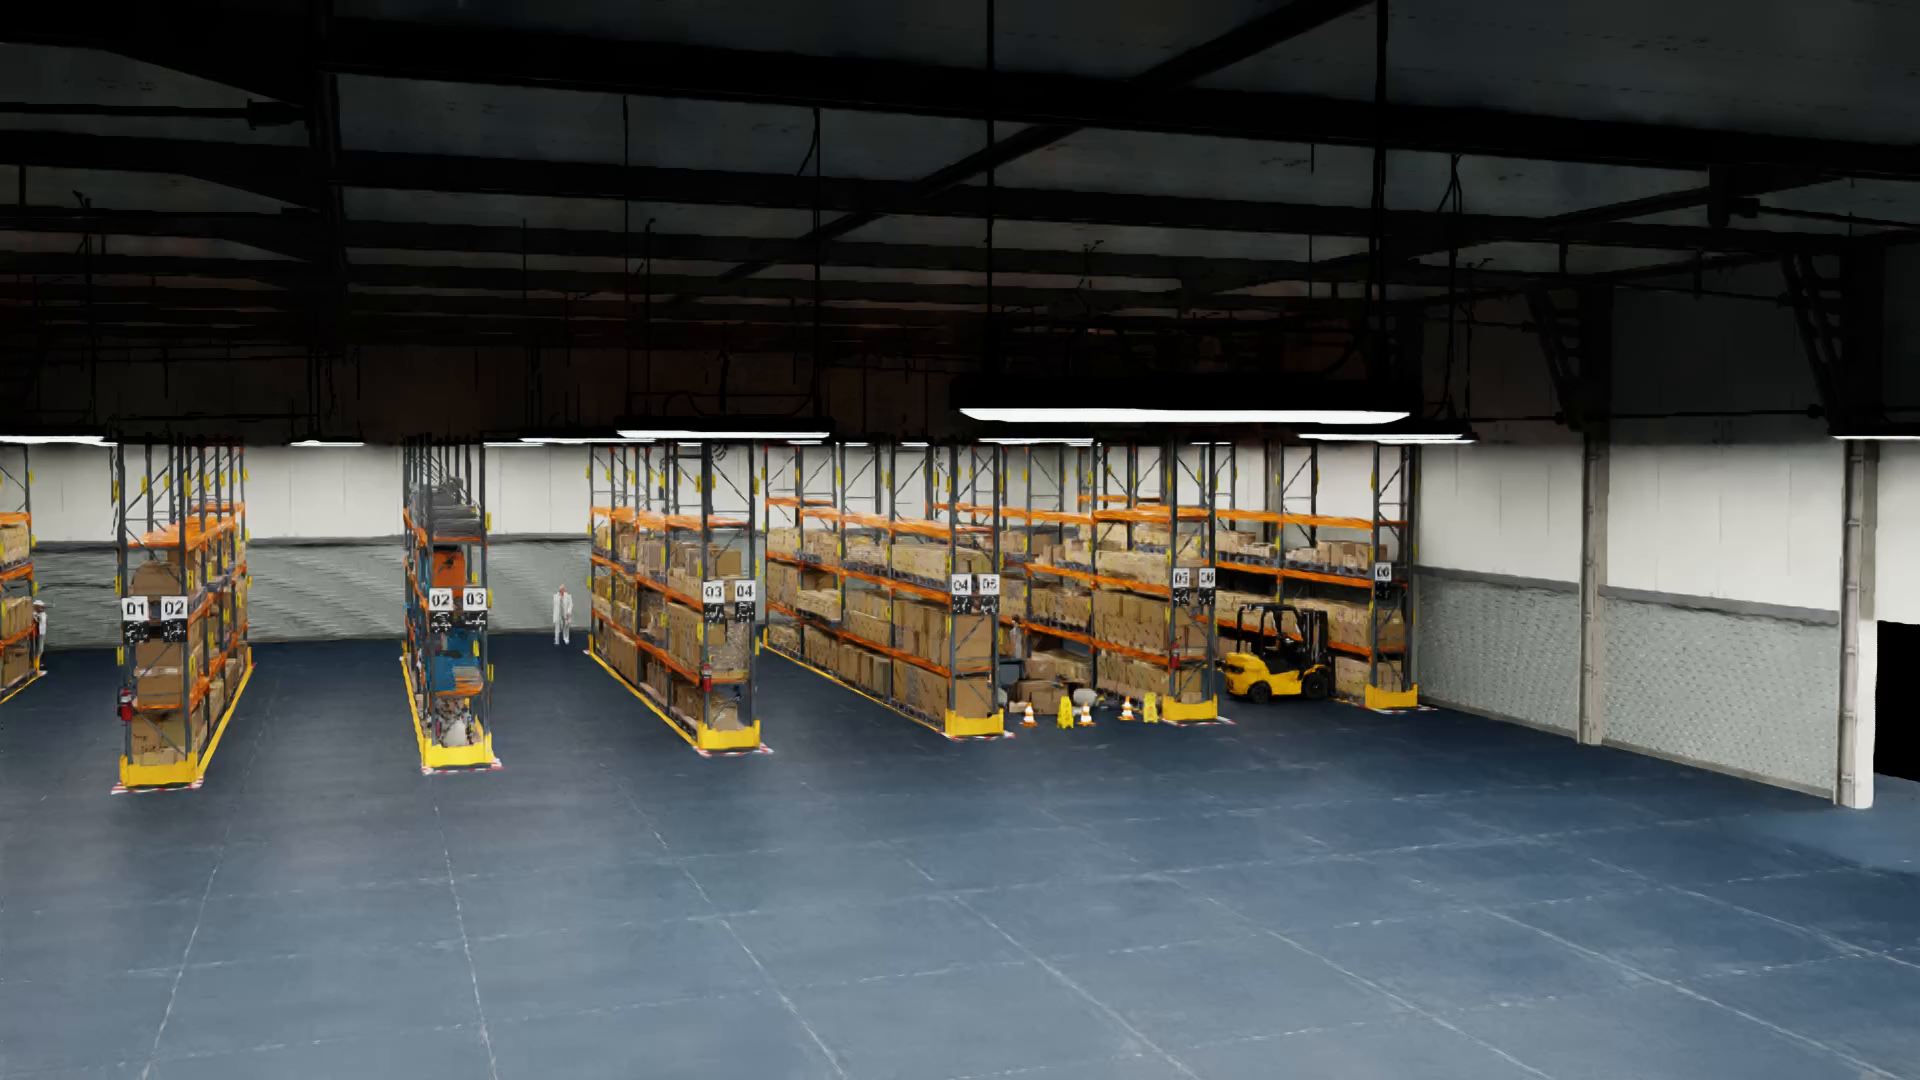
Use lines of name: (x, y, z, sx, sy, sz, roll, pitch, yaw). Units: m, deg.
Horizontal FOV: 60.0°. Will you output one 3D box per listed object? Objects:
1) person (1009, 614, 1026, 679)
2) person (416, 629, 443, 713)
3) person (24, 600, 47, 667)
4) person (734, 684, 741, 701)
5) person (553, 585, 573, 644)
person: (1.326, 2.630, 40.467, 0.575, 1.665, 0.577, 0, 3, 5)
person: (-11.042, 2.720, 34.617, 0.504, 1.760, 0.616, -2, 4, -29)
person: (-24.171, 2.437, 43.454, 0.567, 1.765, 0.589, 2, 4, 34)
person: (-5.019, 2.867, 37.748, 0.416, 1.512, 1.034, -1, 3, -21)
person: (-11.582, 2.163, 48.469, 0.575, 1.714, 1.101, -1, 3, -11)
